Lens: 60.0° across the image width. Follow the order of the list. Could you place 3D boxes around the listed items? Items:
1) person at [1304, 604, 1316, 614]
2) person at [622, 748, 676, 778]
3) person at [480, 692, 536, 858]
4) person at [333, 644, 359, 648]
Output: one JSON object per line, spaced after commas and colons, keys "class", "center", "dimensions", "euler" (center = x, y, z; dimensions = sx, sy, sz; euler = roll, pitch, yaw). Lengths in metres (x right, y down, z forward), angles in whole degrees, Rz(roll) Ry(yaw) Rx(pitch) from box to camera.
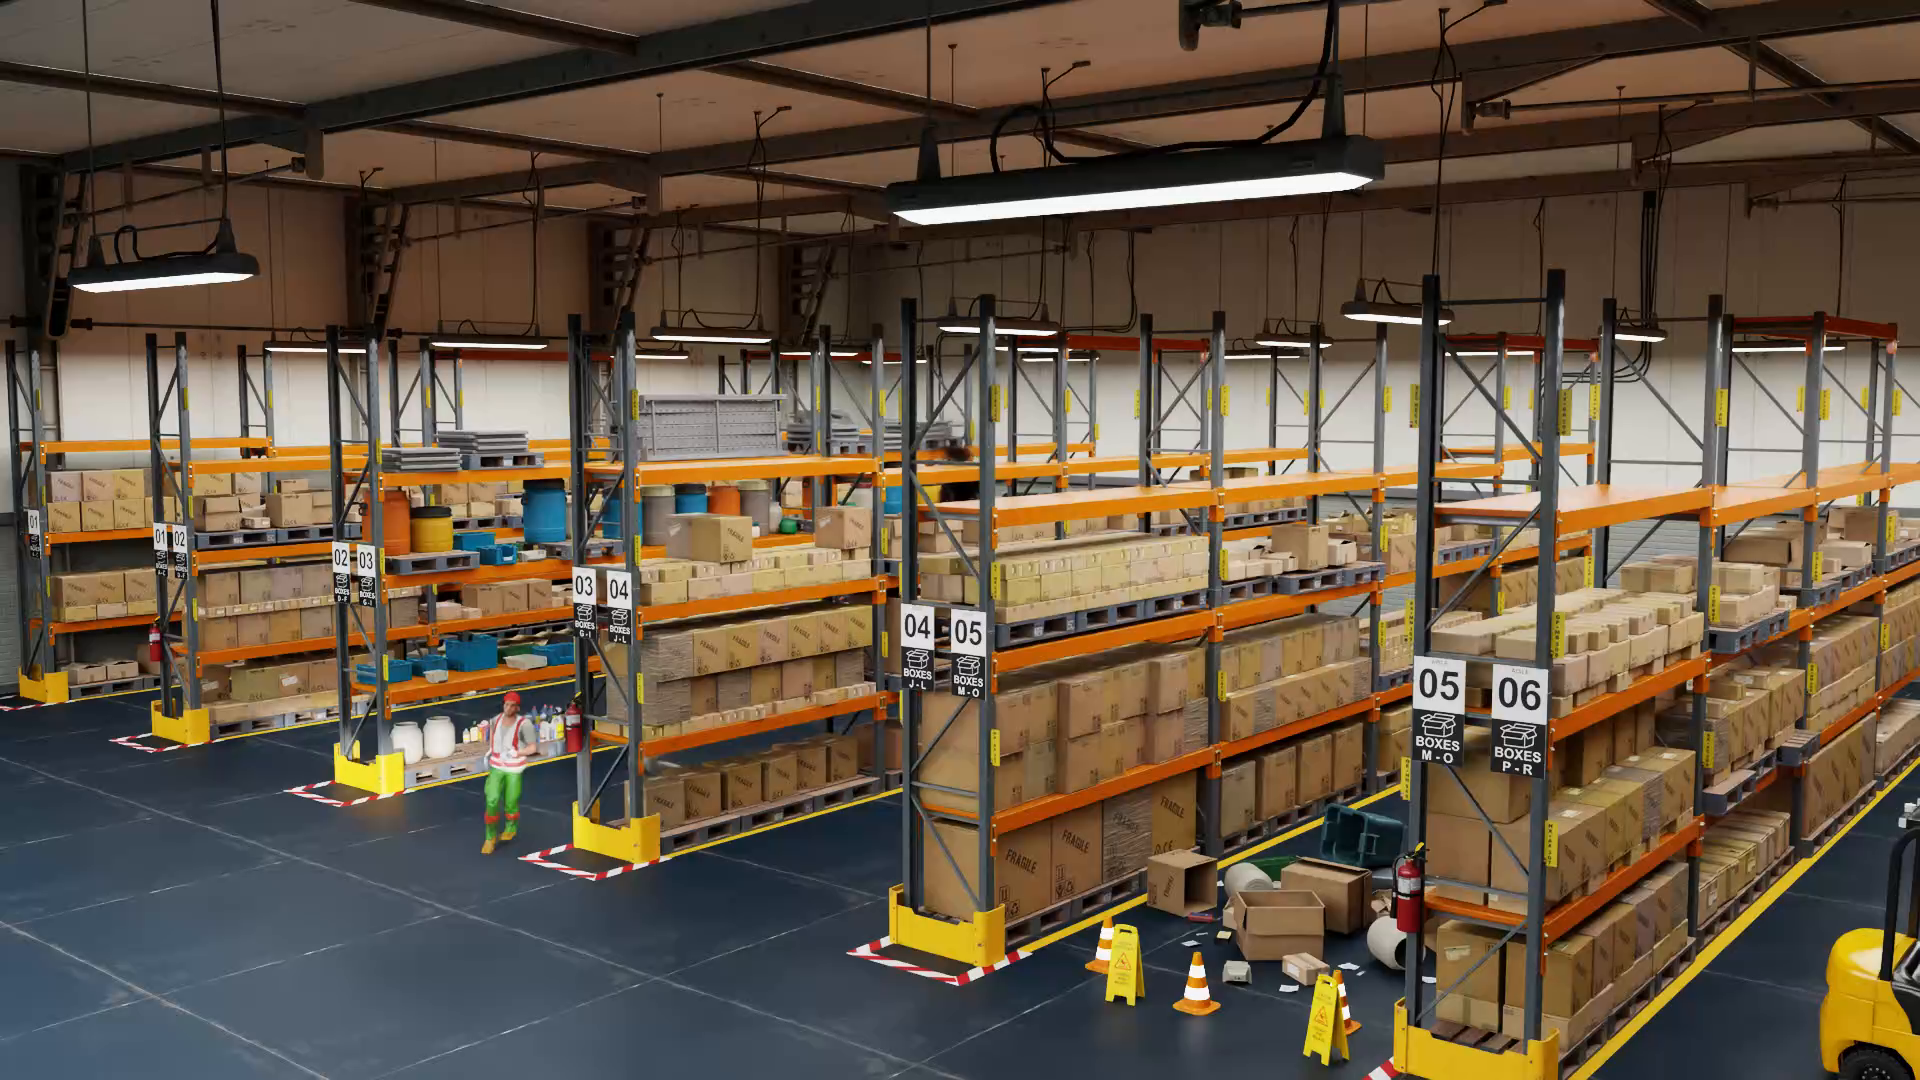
{"class": "person", "center": [5.841, 1.829, 27.825], "dimensions": [0.657, 1.670, 0.610], "euler": [4, 6, 37]}
{"class": "person", "center": [-3.919, 2.426, 20.853], "dimensions": [0.712, 1.729, 0.749], "euler": [4, 7, 38]}
{"class": "person", "center": [-5.050, 2.591, 18.674], "dimensions": [0.631, 1.818, 0.764], "euler": [0, 5, 3]}
{"class": "person", "center": [-10.795, 1.648, 29.292], "dimensions": [0.755, 1.779, 0.667], "euler": [3, 6, 33]}
